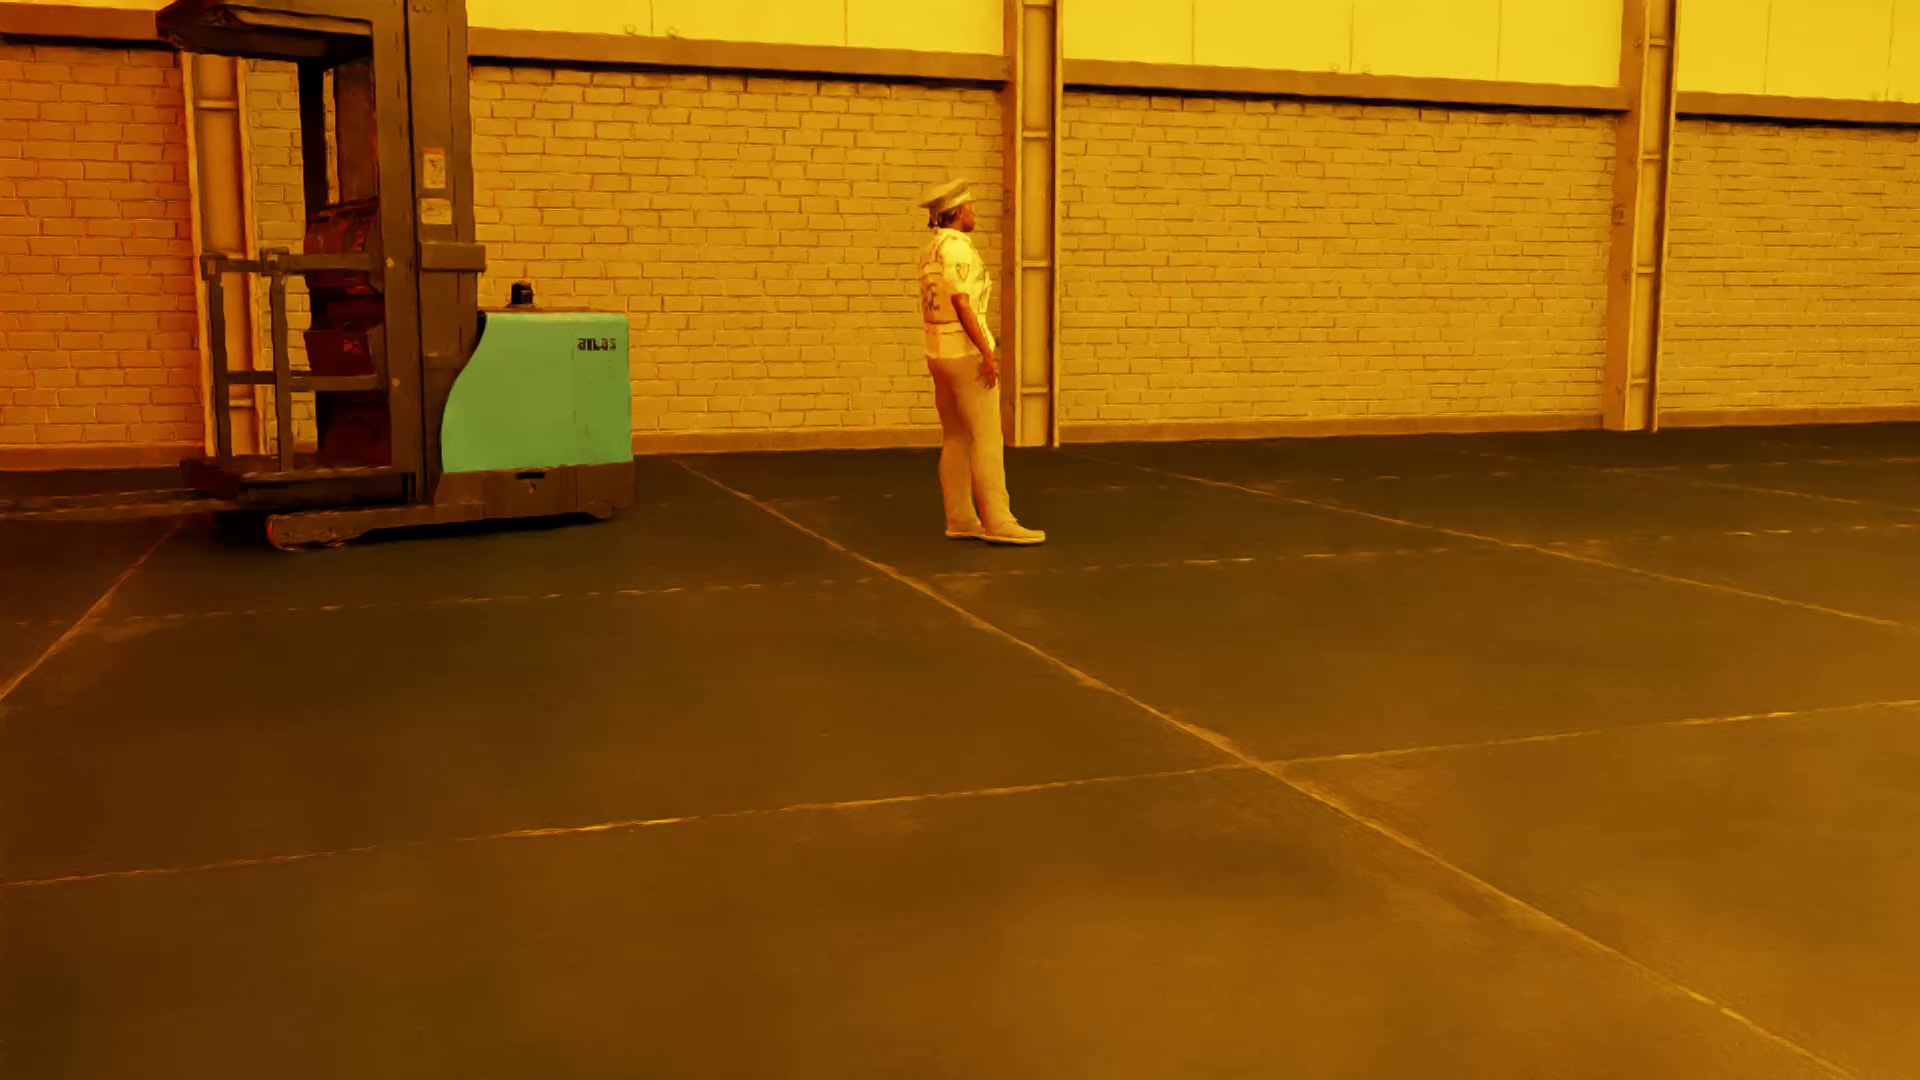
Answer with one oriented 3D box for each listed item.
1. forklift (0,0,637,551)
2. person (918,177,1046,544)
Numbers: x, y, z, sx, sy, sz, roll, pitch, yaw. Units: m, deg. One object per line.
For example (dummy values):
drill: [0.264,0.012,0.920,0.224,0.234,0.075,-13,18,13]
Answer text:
forklift: [-3.158,-1.483,7.949,3.031,2.935,1.130,-6,10,-38]
person: [0.078,-0.848,7.814,0.527,1.695,0.570,-3,8,-18]
